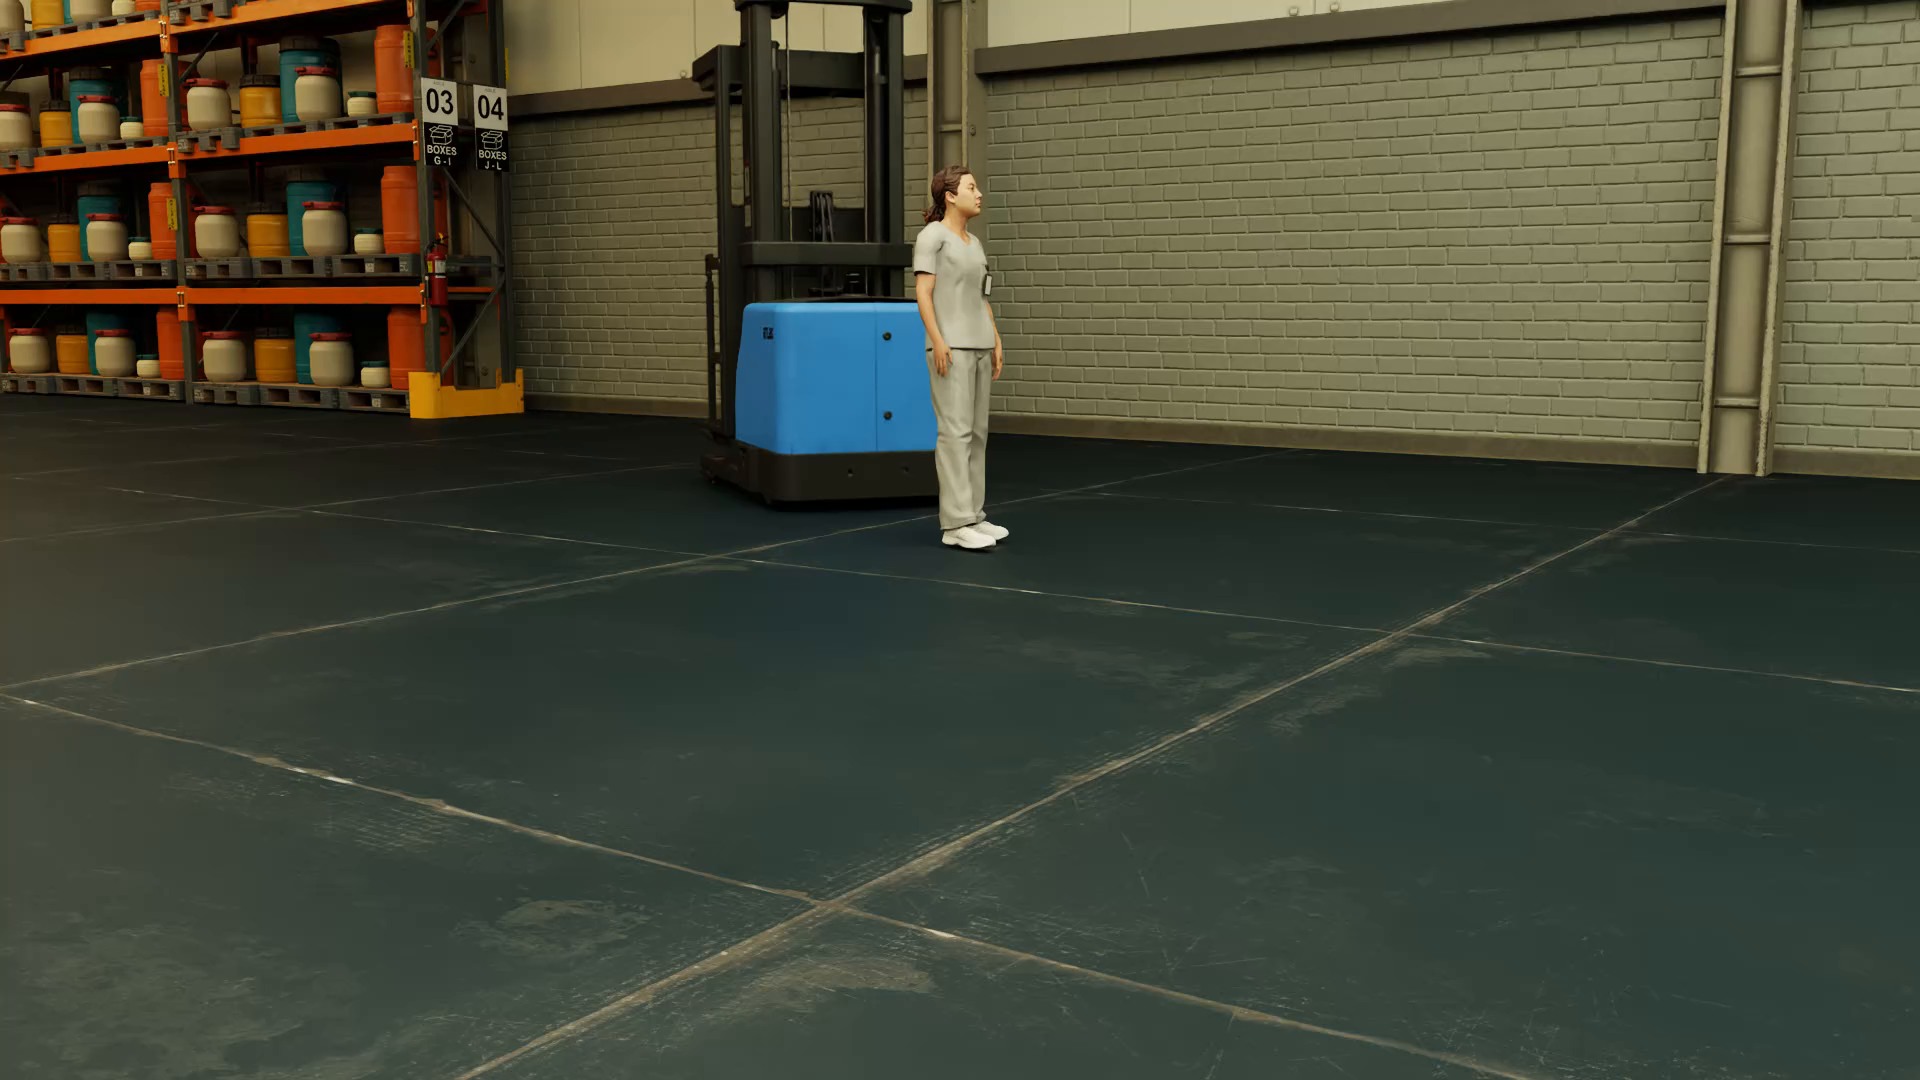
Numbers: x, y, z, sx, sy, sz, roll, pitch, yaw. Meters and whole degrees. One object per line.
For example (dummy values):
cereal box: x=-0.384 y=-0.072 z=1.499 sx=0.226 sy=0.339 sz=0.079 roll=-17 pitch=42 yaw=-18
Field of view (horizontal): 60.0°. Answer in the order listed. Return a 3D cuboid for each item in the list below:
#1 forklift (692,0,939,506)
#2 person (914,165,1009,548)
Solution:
forklift: x=-0.943 y=-1.798 z=9.835 sx=1.130 sy=2.935 sz=3.031 roll=-3 pitch=9 yaw=-20
person: x=0.054 y=-0.829 z=7.433 sx=0.549 sy=1.675 sz=0.550 roll=5 pitch=10 yaw=34
